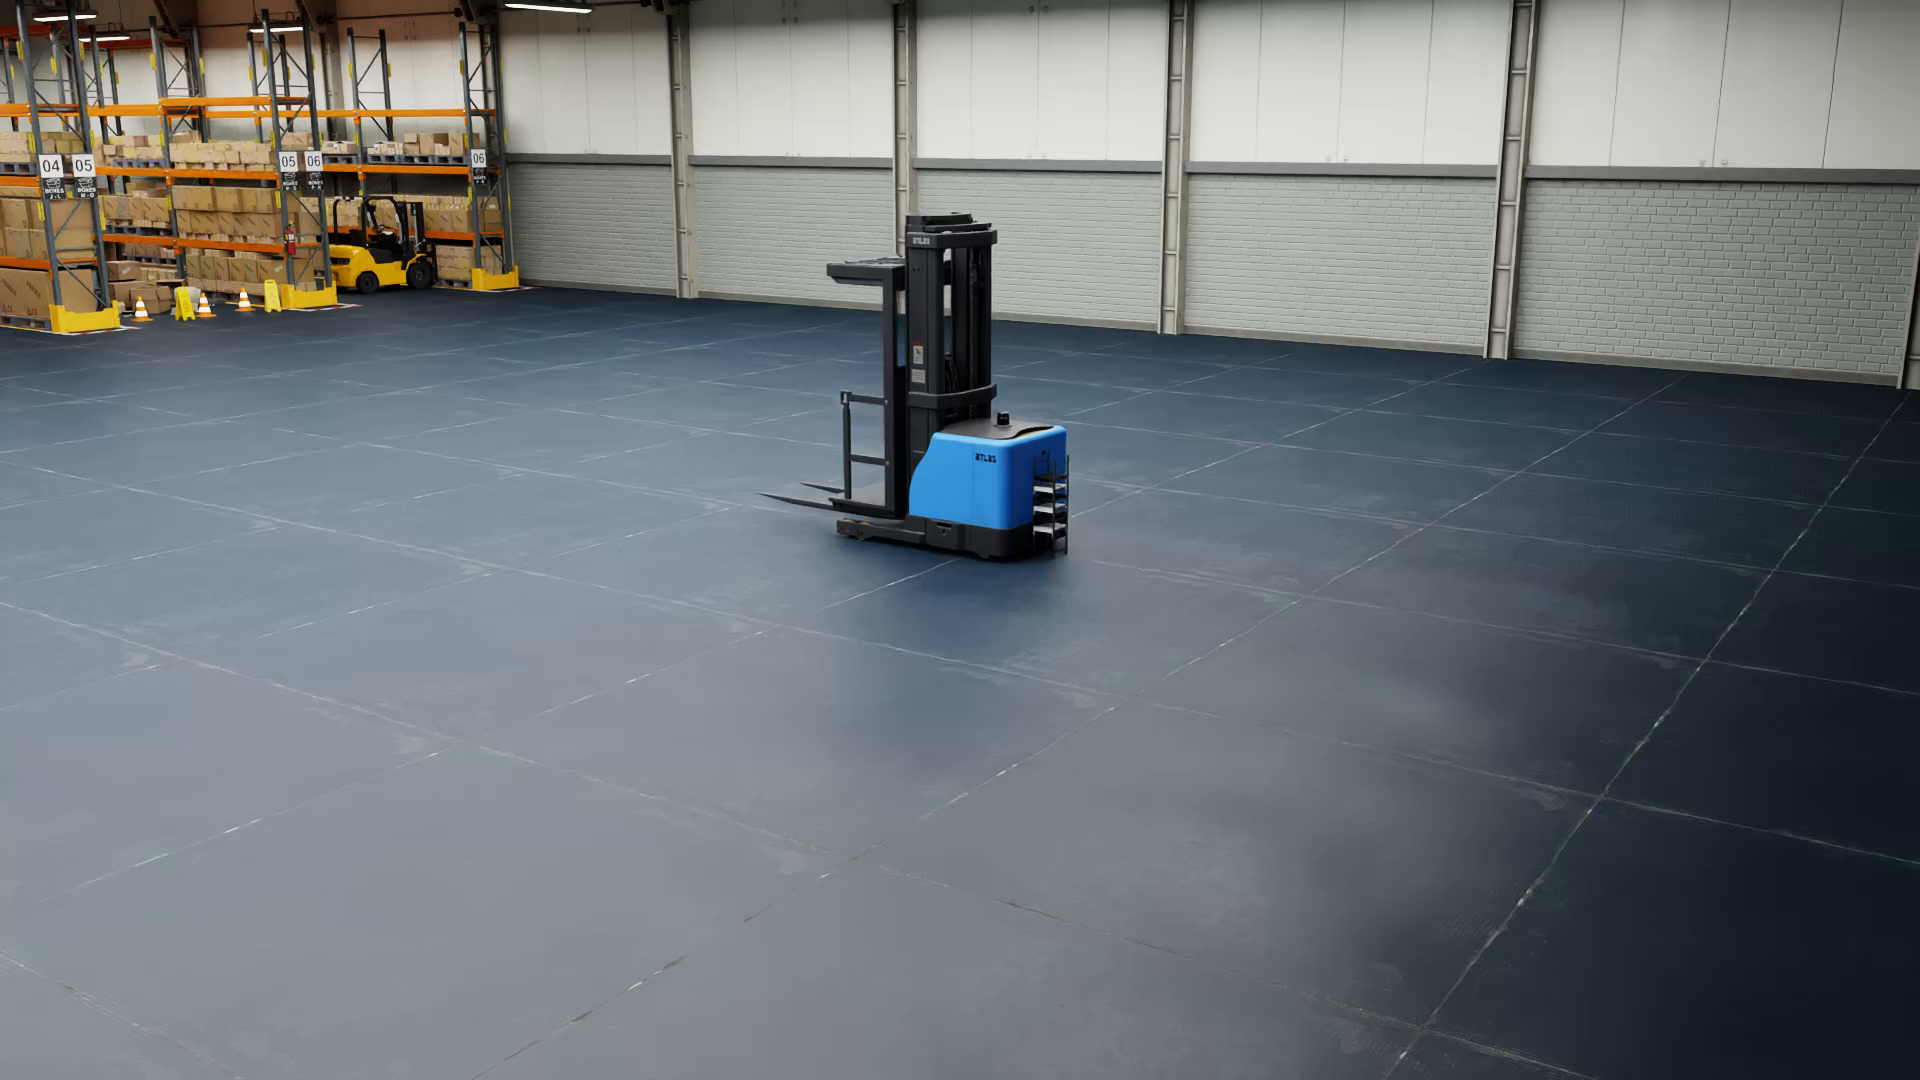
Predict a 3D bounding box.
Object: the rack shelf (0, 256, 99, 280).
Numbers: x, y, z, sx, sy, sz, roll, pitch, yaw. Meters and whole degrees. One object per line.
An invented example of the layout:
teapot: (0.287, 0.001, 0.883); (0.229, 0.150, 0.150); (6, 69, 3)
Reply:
rack shelf: (-18.084, -5.337, 32.063); (4.000, 0.370, 1.077); (9, 17, 33)

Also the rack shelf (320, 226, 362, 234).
rack shelf: (-15.957, -7.864, 42.272); (4.000, 0.370, 1.077); (9, 17, 33)

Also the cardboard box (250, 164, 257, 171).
cardboard box: (-14.624, -7.814, 34.852); (0.250, 0.149, 0.380); (10, 17, 34)

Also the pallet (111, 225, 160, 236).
pallet: (-18.718, -7.141, 38.252); (1.213, 0.211, 1.003); (9, 17, 33)

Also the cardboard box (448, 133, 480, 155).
cardboard box: (-11.482, -9.176, 38.543); (0.500, 0.500, 0.500); (10, 17, 35)

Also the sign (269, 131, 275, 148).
sign: (-14.072, -8.196, 34.032); (0.005, 0.325, 0.100); (9, 17, 33)

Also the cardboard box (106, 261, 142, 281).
cardboard box: (-18.033, -5.750, 35.861); (0.500, 0.500, 0.500); (9, 17, 33)

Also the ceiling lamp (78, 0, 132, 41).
ceiling lamp: (-21.467, -14.213, 41.789); (2.000, 3.185, 0.800); (9, 17, 33)

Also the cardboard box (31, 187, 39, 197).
cardboard box: (-21.797, -8.177, 39.752); (0.500, 0.500, 0.500); (9, 17, 33)

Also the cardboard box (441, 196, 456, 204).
cardboard box: (-12.012, -8.027, 39.257); (0.250, 0.149, 0.380); (9, 17, 33)

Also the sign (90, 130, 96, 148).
sign: (-16.109, -7.446, 30.862); (0.005, 0.325, 0.100); (9, 17, 33)

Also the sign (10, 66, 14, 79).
sign: (-23.410, -11.541, 41.037); (0.005, 0.325, 0.100); (9, 17, 33)

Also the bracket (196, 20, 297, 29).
bracket: (-18.712, -13.476, 43.470); (4.783, 0.066, 0.076); (9, 17, 33)

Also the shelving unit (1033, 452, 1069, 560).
shelving unit: (0.796, -0.300, 14.590); (0.210, 0.900, 0.258); (10, 17, 34)

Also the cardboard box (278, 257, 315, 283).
cardboard box: (-14.280, -5.818, 35.797); (0.500, 0.500, 0.500); (9, 16, 31)

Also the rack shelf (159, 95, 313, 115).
rack shelf: (-15.405, -9.248, 35.384); (4.000, 0.370, 1.077); (9, 17, 33)

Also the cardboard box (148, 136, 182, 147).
cardboard box: (-17.617, -8.837, 36.860); (0.500, 0.250, 0.500); (10, 17, 34)

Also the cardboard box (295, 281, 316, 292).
cardboard box: (-14.260, -5.451, 35.874); (0.500, 0.250, 0.500); (9, 17, 32)

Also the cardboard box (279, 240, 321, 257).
cardboard box: (-17.106, -7.446, 43.155); (0.625, 0.625, 0.875); (10, 17, 35)

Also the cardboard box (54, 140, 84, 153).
cardboard box: (-16.681, -7.314, 30.920); (0.500, 0.250, 0.500); (9, 17, 33)

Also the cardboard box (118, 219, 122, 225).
cardboard box: (-19.084, -7.314, 38.202); (0.250, 0.149, 0.380); (10, 17, 35)

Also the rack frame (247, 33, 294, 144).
rack frame: (-17.616, -11.393, 42.548); (0.127, 3.000, 1.000); (9, 17, 33)

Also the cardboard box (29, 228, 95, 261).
cardboard box: (-16.757, -5.531, 31.039); (0.550, 0.550, 0.875); (9, 17, 33)

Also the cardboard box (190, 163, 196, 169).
cardboard box: (-16.489, -8.140, 36.173); (0.250, 0.149, 0.380); (9, 17, 33)

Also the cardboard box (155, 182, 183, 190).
cardboard box: (-22.023, -9.706, 46.349); (0.500, 0.500, 0.500); (9, 16, 31)

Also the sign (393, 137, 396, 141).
sign: (-13.989, -9.801, 41.118); (0.005, 0.325, 0.100); (9, 17, 33)

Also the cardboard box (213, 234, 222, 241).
cardboard box: (-15.926, -6.553, 36.002); (0.250, 0.149, 0.380); (9, 17, 33)

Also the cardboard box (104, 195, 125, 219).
cardboard box: (-19.259, -7.643, 38.181); (0.500, 0.500, 0.500); (10, 17, 34)

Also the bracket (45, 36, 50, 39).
bracket: (-26.531, -14.740, 48.575); (0.430, 0.232, 0.235); (9, 17, 33)

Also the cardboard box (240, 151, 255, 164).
cardboard box: (-14.730, -8.031, 34.901); (0.500, 0.250, 0.500); (9, 16, 32)

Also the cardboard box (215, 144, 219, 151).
cardboard box: (-15.649, -8.376, 35.466); (0.250, 0.149, 0.380); (10, 17, 34)

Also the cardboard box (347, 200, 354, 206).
cardboard box: (-14.929, -8.341, 41.143); (0.250, 0.149, 0.380); (9, 16, 32)

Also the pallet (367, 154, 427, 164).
pallet: (-13.575, -9.249, 40.311); (1.213, 0.211, 1.003); (9, 17, 33)

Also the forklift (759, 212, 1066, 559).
forklift: (-0.527, -1.513, 15.263); (3.031, 2.935, 1.130); (10, 17, 34)

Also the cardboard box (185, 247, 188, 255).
cardboard box: (-21.352, -8.052, 46.257); (0.500, 0.311, 0.500); (10, 17, 35)

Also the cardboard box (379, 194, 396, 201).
cardboard box: (-13.921, -8.337, 40.510); (0.250, 0.149, 0.380); (9, 17, 34)

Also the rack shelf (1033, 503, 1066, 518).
rack shelf: (0.796, -0.268, 14.598); (0.200, 0.077, 0.258); (10, 17, 34)

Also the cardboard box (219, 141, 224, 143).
cardboard box: (-19.143, -10.363, 43.493); (0.250, 0.149, 0.380); (9, 17, 33)

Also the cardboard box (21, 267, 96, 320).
cardboard box: (-17.024, -4.668, 31.412); (0.875, 0.875, 0.875); (9, 17, 33)

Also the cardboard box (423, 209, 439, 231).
cardboard box: (-12.384, -7.611, 39.544); (0.500, 0.500, 0.500); (9, 16, 32)

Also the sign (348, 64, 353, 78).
sign: (-14.590, -11.239, 39.816); (0.005, 0.325, 0.100); (9, 17, 33)

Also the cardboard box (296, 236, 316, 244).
cardboard box: (-13.912, -6.383, 35.316); (0.250, 0.149, 0.380); (9, 17, 33)

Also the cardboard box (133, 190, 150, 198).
cardboard box: (-18.393, -7.805, 37.486); (0.250, 0.149, 0.380); (8, 16, 30)

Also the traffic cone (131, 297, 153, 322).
traffic cone: (-16.072, -4.541, 32.629); (0.334, 0.463, 0.336); (9, 17, 33)

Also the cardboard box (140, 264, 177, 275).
cardboard box: (-18.677, -6.141, 38.411); (0.625, 0.372, 0.950); (10, 17, 35)

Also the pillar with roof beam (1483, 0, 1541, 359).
pillar with roof beam: (6.459, -6.517, 22.847); (0.400, 9.000, 9.100); (9, 17, 33)

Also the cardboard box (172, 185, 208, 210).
cardboard box: (-16.820, -7.531, 36.521); (0.500, 0.500, 0.700); (9, 17, 32)

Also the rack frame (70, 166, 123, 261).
rack frame: (-20.384, -7.491, 39.269); (0.127, 3.000, 1.000); (9, 17, 33)

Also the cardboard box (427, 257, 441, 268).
cardboard box: (-12.407, -6.658, 39.710); (0.500, 0.250, 0.500); (9, 16, 32)
